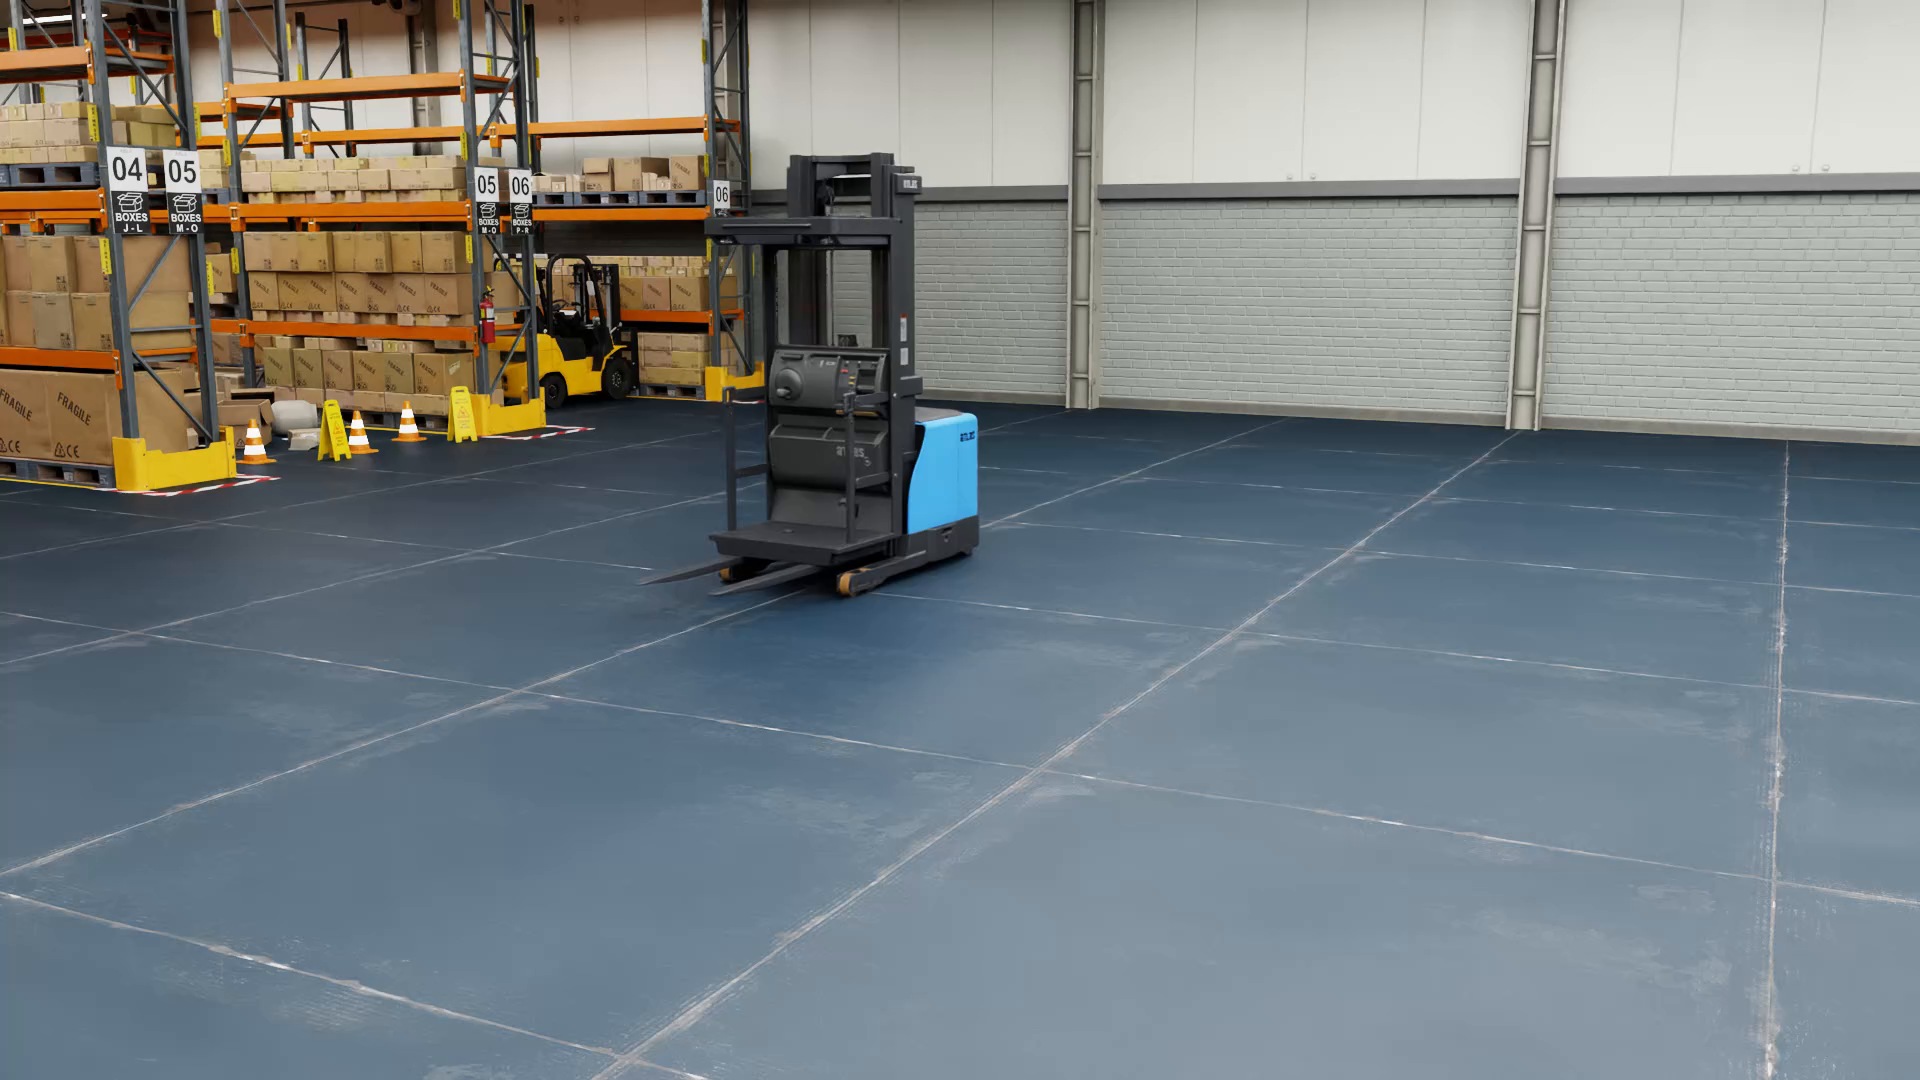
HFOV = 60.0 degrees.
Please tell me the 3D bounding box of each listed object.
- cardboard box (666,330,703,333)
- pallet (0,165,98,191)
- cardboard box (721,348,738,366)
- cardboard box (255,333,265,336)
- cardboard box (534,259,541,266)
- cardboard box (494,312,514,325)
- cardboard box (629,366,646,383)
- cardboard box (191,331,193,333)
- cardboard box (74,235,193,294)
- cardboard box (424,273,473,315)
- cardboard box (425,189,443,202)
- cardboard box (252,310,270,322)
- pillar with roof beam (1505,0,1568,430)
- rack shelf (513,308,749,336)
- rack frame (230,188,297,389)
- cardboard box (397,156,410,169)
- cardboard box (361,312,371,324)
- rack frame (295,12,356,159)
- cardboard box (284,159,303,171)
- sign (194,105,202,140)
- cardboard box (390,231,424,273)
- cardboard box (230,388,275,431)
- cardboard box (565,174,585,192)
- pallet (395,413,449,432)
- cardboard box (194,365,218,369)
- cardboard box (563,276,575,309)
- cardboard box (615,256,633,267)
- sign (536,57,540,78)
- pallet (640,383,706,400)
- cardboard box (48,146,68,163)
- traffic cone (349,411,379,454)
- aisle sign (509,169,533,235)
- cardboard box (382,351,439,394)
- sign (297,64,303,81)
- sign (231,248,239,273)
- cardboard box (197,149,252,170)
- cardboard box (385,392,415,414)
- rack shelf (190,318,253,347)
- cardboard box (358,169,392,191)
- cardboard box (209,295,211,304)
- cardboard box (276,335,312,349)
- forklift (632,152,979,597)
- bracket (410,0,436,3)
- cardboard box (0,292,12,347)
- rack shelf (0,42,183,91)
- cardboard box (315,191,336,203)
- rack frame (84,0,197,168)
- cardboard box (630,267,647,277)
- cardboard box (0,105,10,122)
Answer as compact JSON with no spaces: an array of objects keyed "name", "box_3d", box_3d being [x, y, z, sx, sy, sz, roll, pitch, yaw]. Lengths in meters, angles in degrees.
[{"name":"cardboard box","box_3d":[-4.210,-3.086,25.593,0.500,0.250,0.500,5,11,26]},{"name":"pallet","box_3d":[-9.474,-3.627,16.674,1.213,0.211,1.003,5,11,26]},{"name":"cardboard box","box_3d":[-3.743,-2.803,25.435,0.500,0.250,0.500,5,12,27]},{"name":"cardboard box","box_3d":[-12.058,-3.650,28.994,0.250,0.149,0.380,5,11,25]},{"name":"cardboard box","box_3d":[-6.564,-4.388,26.113,0.250,0.149,0.380,5,11,27]},{"name":"cardboard box","box_3d":[-5.819,-2.777,20.855,0.250,0.149,0.380,5,11,26]},{"name":"cardboard box","box_3d":[-4.861,-2.555,25.468,0.500,0.250,0.500,5,11,26]},{"name":"cardboard box","box_3d":[-13.688,-3.795,29.793,0.250,0.149,0.380,5,11,24]},{"name":"cardboard box","box_3d":[-8.022,-2.683,16.176,0.550,0.550,0.875,5,11,26]},{"name":"cardboard box","box_3d":[-6.215,-3.035,20.460,0.500,0.500,0.500,5,11,25]},{"name":"cardboard box","box_3d":[-6.288,-4.191,20.245,0.250,0.149,0.380,5,11,26]},{"name":"cardboard box","box_3d":[-9.053,-2.956,21.846,0.250,0.149,0.380,5,11,26]},{"name":"pillar with roof beam","box_3d":[5.218,-5.151,16.424,0.400,9.000,9.100,5,11,26]},{"name":"rack shelf","box_3d":[-5.207,-3.437,25.819,4.000,0.370,1.077,5,11,26]},{"name":"rack frame","box_3d":[-9.193,-3.156,22.244,0.127,3.000,1.000,5,11,26]},{"name":"cardboard box","box_3d":[-6.696,-4.637,20.470,0.250,0.149,0.380,5,11,26]},{"name":"cardboard box","box_3d":[-7.399,-2.836,21.181,0.250,0.149,0.380,5,11,26]},{"name":"rack frame","box_3d":[-10.588,-7.216,27.833,0.127,3.000,1.000,5,11,26]},{"name":"cardboard box","box_3d":[-8.353,-4.760,21.154,0.250,0.149,0.380,5,11,25]},{"name":"sign","box_3d":[-7.455,-4.075,16.225,0.005,0.325,0.100,5,11,26]},{"name":"cardboard box","box_3d":[-6.612,-3.574,20.634,0.500,0.500,0.700,5,11,26]},{"name":"cardboard box","box_3d":[-8.835,-1.625,20.799,0.500,0.500,0.500,-4,11,-23]},{"name":"cardboard box","box_3d":[-5.804,-5.449,25.410,0.258,0.266,0.396,5,11,24]},{"name":"pallet","box_3d":[-6.387,-1.544,21.168,1.213,0.211,1.003,5,11,26]},{"name":"cardboard box","box_3d":[-10.935,-2.221,23.278,0.625,0.372,0.950,5,12,28]},{"name":"cardboard box","box_3d":[-5.789,-3.843,25.761,0.500,0.500,0.500,5,11,25]},{"name":"cardboard box","box_3d":[-5.017,-4.227,25.228,0.250,0.149,0.380,5,12,27]},{"name":"sign","box_3d":[-6.733,-7.525,26.473,0.005,0.325,0.100,5,11,26]},{"name":"pallet","box_3d":[-4.118,-2.315,25.428,1.213,0.211,1.003,5,11,26]},{"name":"cardboard box","box_3d":[-8.380,-3.642,15.755,0.250,0.149,0.380,5,11,26]},{"name":"traffic cone","box_3d":[-6.749,-1.216,18.649,0.334,0.463,0.336,5,11,26]},{"name":"aisle sign","box_3d":[-5.414,-4.164,20.517,0.004,0.787,0.394,5,11,26]},{"name":"cardboard box","box_3d":[-6.910,-2.125,20.986,0.500,0.500,0.500,6,12,28]},{"name":"sign","box_3d":[-10.819,-7.627,27.259,0.005,0.325,0.100,5,11,26]},{"name":"sign","box_3d":[-9.436,-3.636,21.649,0.005,0.325,0.100,5,11,26]},{"name":"cardboard box","box_3d":[-9.770,-5.036,22.048,0.500,0.250,0.500,5,12,27]},{"name":"cardboard box","box_3d":[-6.911,-1.757,21.056,0.500,0.250,0.500,5,11,26]},{"name":"rack shelf","box_3d":[-10.987,-2.959,23.178,4.000,0.370,1.077,5,11,26]},{"name":"cardboard box","box_3d":[-7.102,-4.466,20.648,0.500,0.250,0.500,5,12,27]},{"name":"cardboard box","box_3d":[-10.006,-3.259,22.339,0.250,0.149,0.380,5,11,24]},{"name":"cardboard box","box_3d":[-8.698,-2.588,21.724,0.250,0.149,0.380,5,11,27]},{"name":"forklift","box_3d":[-1.026,-1.153,11.369,1.130,2.935,3.031,6,12,29]},{"name":"bracket","box_3d":[-8.805,-8.939,27.246,0.430,0.232,0.235,5,11,26]},{"name":"cardboard box","box_3d":[-9.502,-2.277,16.967,0.500,0.550,0.875,5,11,26]},{"name":"rack shelf","box_3d":[-9.500,-4.601,16.526,4.000,0.370,1.077,5,11,26]},{"name":"cardboard box","box_3d":[-7.905,-4.329,21.008,0.250,0.149,0.380,5,11,25]},{"name":"rack frame","box_3d":[-7.706,-4.994,15.556,0.127,3.000,1.000,5,11,26]},{"name":"cardboard box","box_3d":[-4.774,-4.065,25.165,0.250,0.149,0.380,5,11,24]},{"name":"cardboard box","box_3d":[-9.068,-4.095,16.018,0.250,0.149,0.380,5,11,26]}]
